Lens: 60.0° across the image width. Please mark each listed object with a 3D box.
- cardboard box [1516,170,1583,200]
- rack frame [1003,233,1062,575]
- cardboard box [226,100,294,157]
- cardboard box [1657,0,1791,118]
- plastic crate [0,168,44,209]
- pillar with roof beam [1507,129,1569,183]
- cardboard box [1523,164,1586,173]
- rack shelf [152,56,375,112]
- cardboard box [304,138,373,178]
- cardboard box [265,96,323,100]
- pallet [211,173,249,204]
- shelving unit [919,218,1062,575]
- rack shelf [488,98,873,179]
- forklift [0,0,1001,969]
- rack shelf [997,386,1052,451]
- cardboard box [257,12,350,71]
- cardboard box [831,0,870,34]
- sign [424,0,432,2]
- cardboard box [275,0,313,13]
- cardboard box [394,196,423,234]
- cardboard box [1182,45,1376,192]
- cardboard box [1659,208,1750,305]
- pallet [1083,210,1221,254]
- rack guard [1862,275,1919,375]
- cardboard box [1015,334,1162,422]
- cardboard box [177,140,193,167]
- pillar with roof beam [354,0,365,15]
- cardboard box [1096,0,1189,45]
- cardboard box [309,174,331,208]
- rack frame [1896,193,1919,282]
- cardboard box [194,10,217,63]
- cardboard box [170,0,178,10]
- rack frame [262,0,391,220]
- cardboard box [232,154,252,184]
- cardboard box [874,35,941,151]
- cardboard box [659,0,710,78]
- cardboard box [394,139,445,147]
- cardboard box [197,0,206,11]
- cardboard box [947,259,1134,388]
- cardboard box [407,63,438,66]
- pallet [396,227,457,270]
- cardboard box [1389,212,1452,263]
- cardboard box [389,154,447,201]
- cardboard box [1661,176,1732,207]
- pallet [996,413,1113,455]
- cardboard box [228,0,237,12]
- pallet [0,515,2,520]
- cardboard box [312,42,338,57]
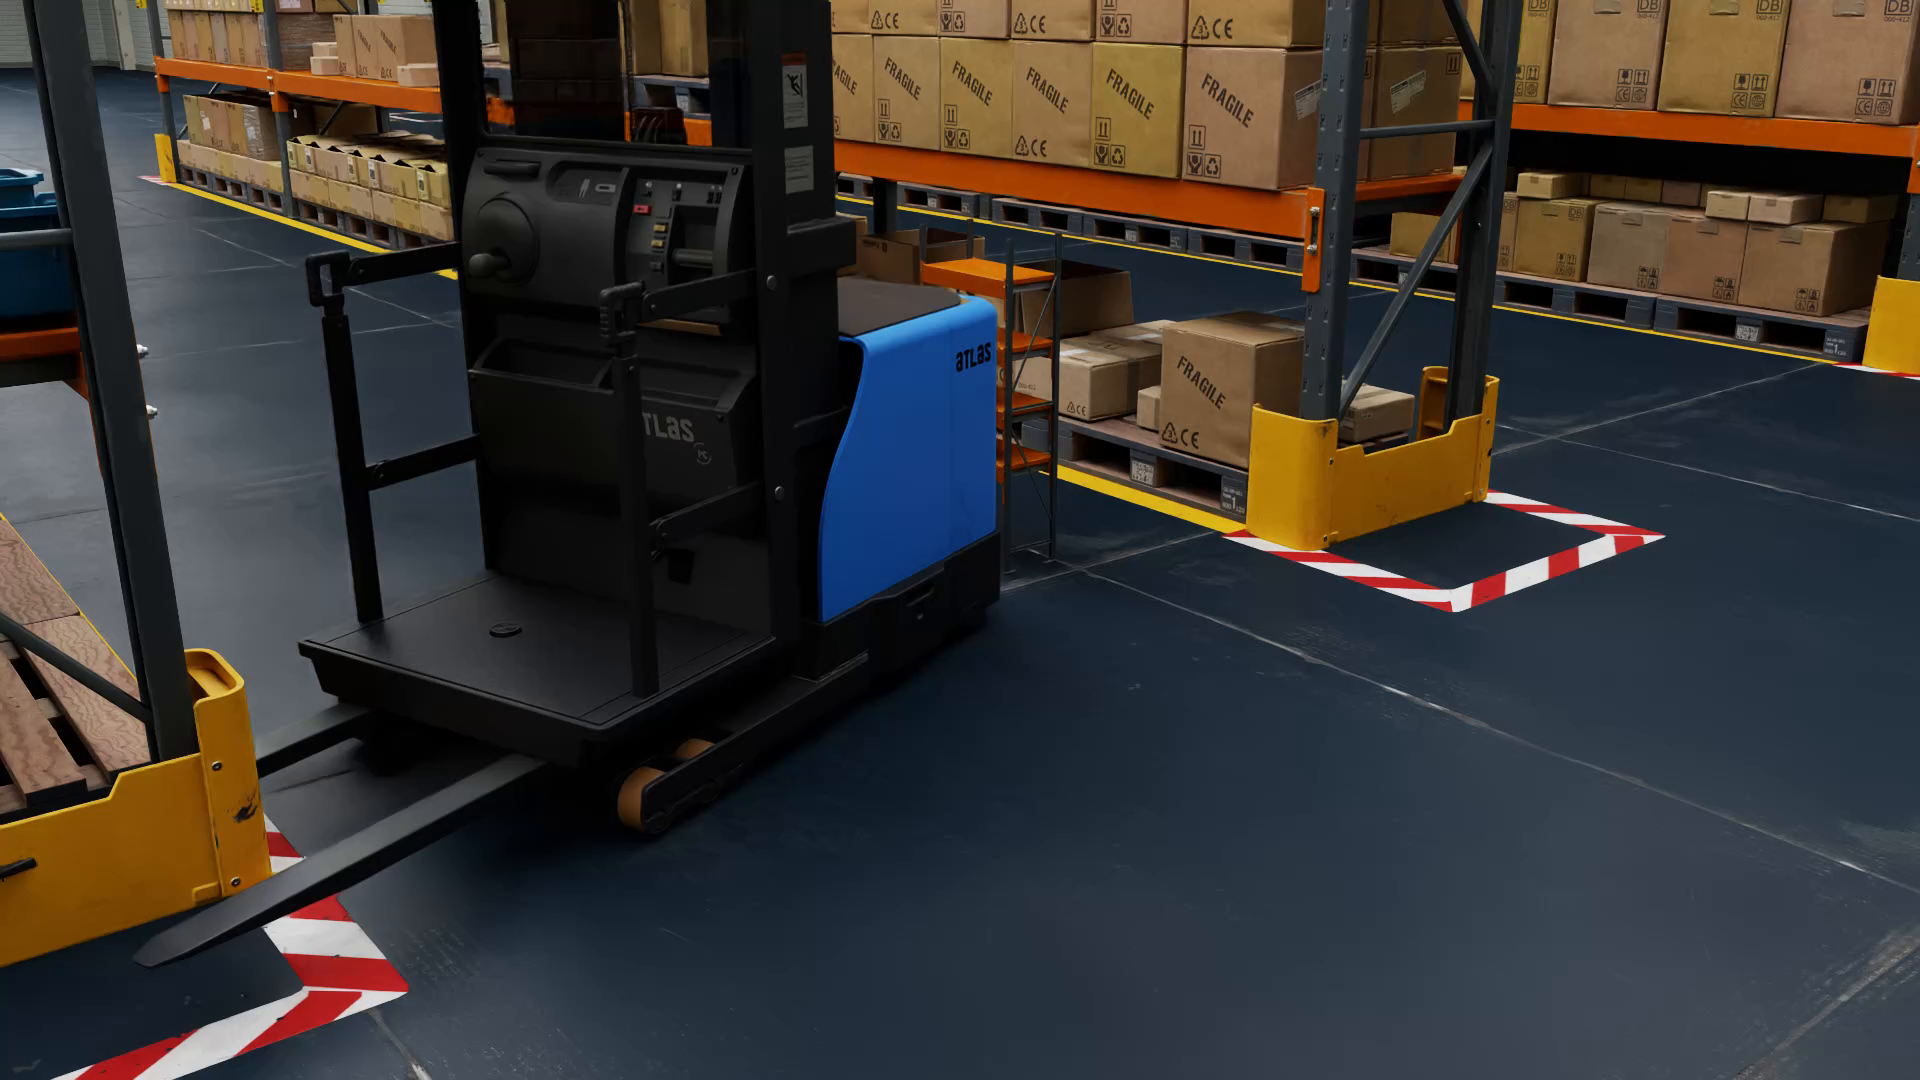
[{"bbox_3d":[3.870,-2.332,10.909,0.380,0.149,0.250,-15,23,-38],"label":"cardboard box"},{"bbox_3d":[0.254,-0.469,5.869,0.240,1.200,0.015,-14,23,-36],"label":"rack frame"},{"bbox_3d":[-6.830,-4.037,16.295,0.500,0.500,0.500,-14,23,-36],"label":"cardboard box"},{"bbox_3d":[4.791,-2.921,9.936,0.980,0.700,0.700,-14,23,-37],"label":"cardboard box"},{"bbox_3d":[-2.494,-0.781,4.120,0.416,0.233,0.300,-14,23,-36],"label":"plastic crate"},{"bbox_3d":[0.830,-5.468,8.560,9.100,9.000,0.400,-14,23,-36],"label":"pillar with roof beam"},{"bbox_3d":[4.035,-2.460,11.298,0.380,0.149,0.250,-15,23,-38],"label":"cardboard box"},{"bbox_3d":[-6.998,-4.619,16.683,1.077,0.370,4.000,-14,23,-36],"label":"rack shelf"},{"bbox_3d":[-5.388,-3.353,14.530,0.500,0.311,0.500,-14,23,-37],"label":"cardboard box"},{"bbox_3d":[-6.731,-4.262,16.975,0.500,0.500,0.500,-14,23,-36],"label":"cardboard box"},{"bbox_3d":[-6.978,-3.649,17.045,1.003,0.211,1.213,-14,23,-36],"label":"pallet"},{"bbox_3d":[0.103,-0.529,6.051,0.258,1.200,0.503,-14,23,-36],"label":"shelving unit"},{"bbox_3d":[-2.030,-2.647,10.730,1.077,0.370,4.000,-14,23,-36],"label":"rack shelf"},{"bbox_3d":[-1.056,-0.823,4.186,1.130,2.935,3.031,11,21,29],"label":"forklift"},{"bbox_3d":[0.103,-0.465,6.072,0.258,0.148,0.480,-14,23,-36],"label":"rack shelf"},{"bbox_3d":[-6.036,-4.623,15.393,0.700,0.500,0.500,-15,23,-38],"label":"cardboard box"},{"bbox_3d":[-0.396,-2.720,8.056,0.500,0.500,0.500,-15,23,-38],"label":"cardboard box"},{"bbox_3d":[-3.705,-3.922,11.594,0.100,0.325,0.005,-14,23,-36],"label":"sign"},{"bbox_3d":[-6.092,-4.848,15.040,0.380,0.149,0.250,-14,23,-36],"label":"cardboard box"},{"bbox_3d":[-4.113,-2.584,13.101,0.500,0.250,0.500,-14,23,-37],"label":"cardboard box"},{"bbox_3d":[1.204,-1.615,6.309,0.500,0.500,0.500,-13,22,-34],"label":"cardboard box"},{"bbox_3d":[4.752,-1.767,10.236,0.700,0.500,0.500,-14,23,-36],"label":"cardboard box"},{"bbox_3d":[1.792,-2.616,13.928,1.003,0.211,1.213,-14,23,-36],"label":"pallet"},{"bbox_3d":[5.591,-1.286,9.450,1.175,0.500,0.348,-14,23,-36],"label":"rack guard"},{"bbox_3d":[0.598,-0.740,7.499,0.500,0.250,0.500,-14,23,-36],"label":"cardboard box"},{"bbox_3d":[-8.081,-4.172,17.895,0.500,0.250,0.500,-14,23,-36],"label":"cardboard box"},{"bbox_3d":[-14.071,-11.382,26.420,9.100,9.000,0.400,-14,23,-36],"label":"pillar with roof beam"},{"bbox_3d":[0.889,-2.213,6.524,0.500,0.500,0.500,-13,22,-35],"label":"cardboard box"},{"bbox_3d":[-5.383,-3.087,14.621,0.500,0.250,0.500,-13,23,-35],"label":"cardboard box"},{"bbox_3d":[5.576,-2.478,9.075,1.000,3.000,0.127,-14,23,-36],"label":"rack frame"},{"bbox_3d":[-7.326,-5.131,16.927,0.700,0.500,0.500,-14,23,-36],"label":"cardboard box"},{"bbox_3d":[-7.998,-5.605,17.327,0.380,0.149,0.250,-15,23,-37],"label":"cardboard box"},{"bbox_3d":[-5.756,-4.467,15.082,1.000,3.000,0.127,-14,23,-36],"label":"rack frame"},{"bbox_3d":[-6.840,-3.679,16.406,0.500,0.250,0.500,-14,23,-36],"label":"cardboard box"},{"bbox_3d":[-0.056,-2.116,7.820,0.500,0.500,0.500,-14,23,-36],"label":"cardboard box"},{"bbox_3d":[-1.384,-3.060,10.006,0.700,0.500,0.500,-10,21,-28],"label":"cardboard box"},{"bbox_3d":[-4.644,-3.333,14.472,0.500,0.311,0.500,-14,23,-36],"label":"cardboard box"},{"bbox_3d":[-7.363,-5.353,16.565,0.380,0.149,0.250,-14,23,-37],"label":"cardboard box"},{"bbox_3d":[0.382,-1.058,8.057,0.797,0.503,0.637,-14,23,-36],"label":"cardboard box"},{"bbox_3d":[-4.108,-3.666,13.061,0.380,0.149,0.250,-12,22,-32],"label":"cardboard box"},{"bbox_3d":[-3.753,-2.368,13.179,1.003,0.211,1.213,-14,23,-36],"label":"pallet"},{"bbox_3d":[3.476,-2.272,11.761,0.700,0.500,0.500,-14,23,-35],"label":"cardboard box"},{"bbox_3d":[-4.118,-2.850,13.011,0.500,0.311,0.500,-14,23,-37],"label":"cardboard box"},{"bbox_3d":[4.668,-2.209,10.538,0.380,0.149,0.250,-14,23,-35],"label":"cardboard box"},{"bbox_3d":[0.399,-0.702,8.147,1.003,0.211,1.213,-14,23,-36],"label":"pallet"},{"bbox_3d":[-6.723,-5.099,15.799,0.380,0.149,0.250,-14,23,-36],"label":"cardboard box"},{"bbox_3d":[-4.187,-0.033,6.126,1.003,0.211,1.213,-14,23,-36],"label":"pallet"},{"bbox_3d":[-5.416,-4.283,14.765,0.500,0.250,0.500,-12,22,-33],"label":"cardboard box"}]
